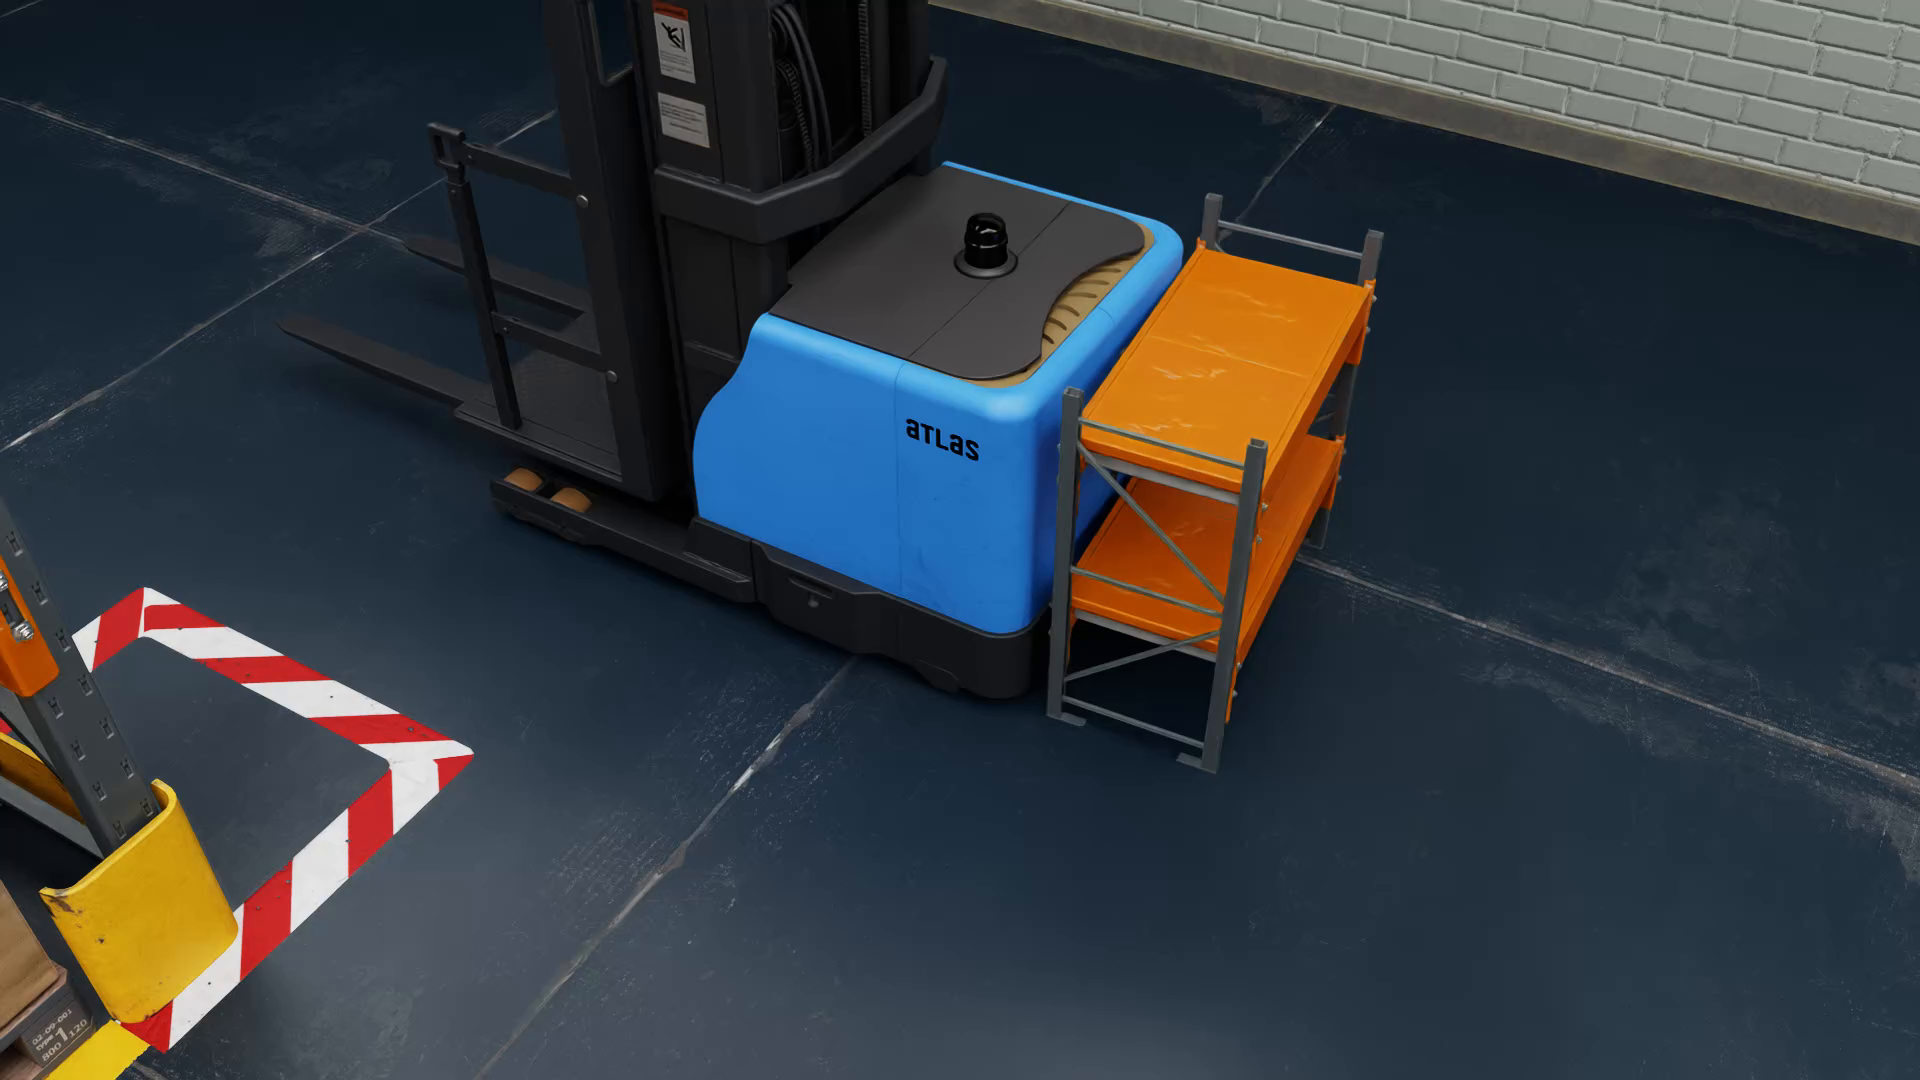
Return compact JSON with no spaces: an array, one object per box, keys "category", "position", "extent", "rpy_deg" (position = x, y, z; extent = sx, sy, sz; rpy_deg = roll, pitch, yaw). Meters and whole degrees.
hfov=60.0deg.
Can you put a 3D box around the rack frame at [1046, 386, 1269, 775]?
[{"category":"rack frame","position":[0.475,0.136,4.245],"extent":[0.500,1.125,0.032],"rpy_deg":[18,44,19]}]

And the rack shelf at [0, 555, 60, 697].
[{"category":"rack shelf","position":[-3.327,1.118,2.256],"extent":[1.077,0.370,4.000],"rpy_deg":[21,45,22]}]

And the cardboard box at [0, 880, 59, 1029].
[{"category":"cardboard box","position":[-2.385,0.869,3.552],"extent":[0.500,0.500,0.500],"rpy_deg":[21,45,22]}]

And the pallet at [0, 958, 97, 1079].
[{"category":"pallet","position":[-2.763,1.250,3.671],"extent":[1.003,0.211,1.213],"rpy_deg":[21,45,22]}]

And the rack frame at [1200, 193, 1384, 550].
[{"category":"rack frame","position":[0.914,-0.470,4.933],"extent":[0.500,1.125,0.032],"rpy_deg":[18,44,19]}]

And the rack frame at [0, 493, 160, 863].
[{"category":"rack frame","position":[-2.327,-0.297,3.317],"extent":[1.000,3.000,0.127],"rpy_deg":[21,45,22]}]

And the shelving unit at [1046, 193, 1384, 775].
[{"category":"shelving unit","position":[0.695,-0.167,4.589],"extent":[0.538,1.125,1.048],"rpy_deg":[18,44,19]}]

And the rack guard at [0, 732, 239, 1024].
[{"category":"rack guard","position":[-2.365,0.685,4.094],"extent":[1.175,0.500,0.348],"rpy_deg":[21,45,22]}]

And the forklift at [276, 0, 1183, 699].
[{"category":"forklift","position":[-0.898,-1.377,4.596],"extent":[3.031,2.935,1.130],"rpy_deg":[21,45,22]}]

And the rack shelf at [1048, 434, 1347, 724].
[{"category":"rack shelf","position":[0.695,0.016,4.750],"extent":[0.538,0.278,1.000],"rpy_deg":[18,44,19]}]

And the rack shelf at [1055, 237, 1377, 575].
[{"category":"rack shelf","position":[0.695,-0.387,4.395],"extent":[0.538,0.278,1.000],"rpy_deg":[18,44,19]}]
